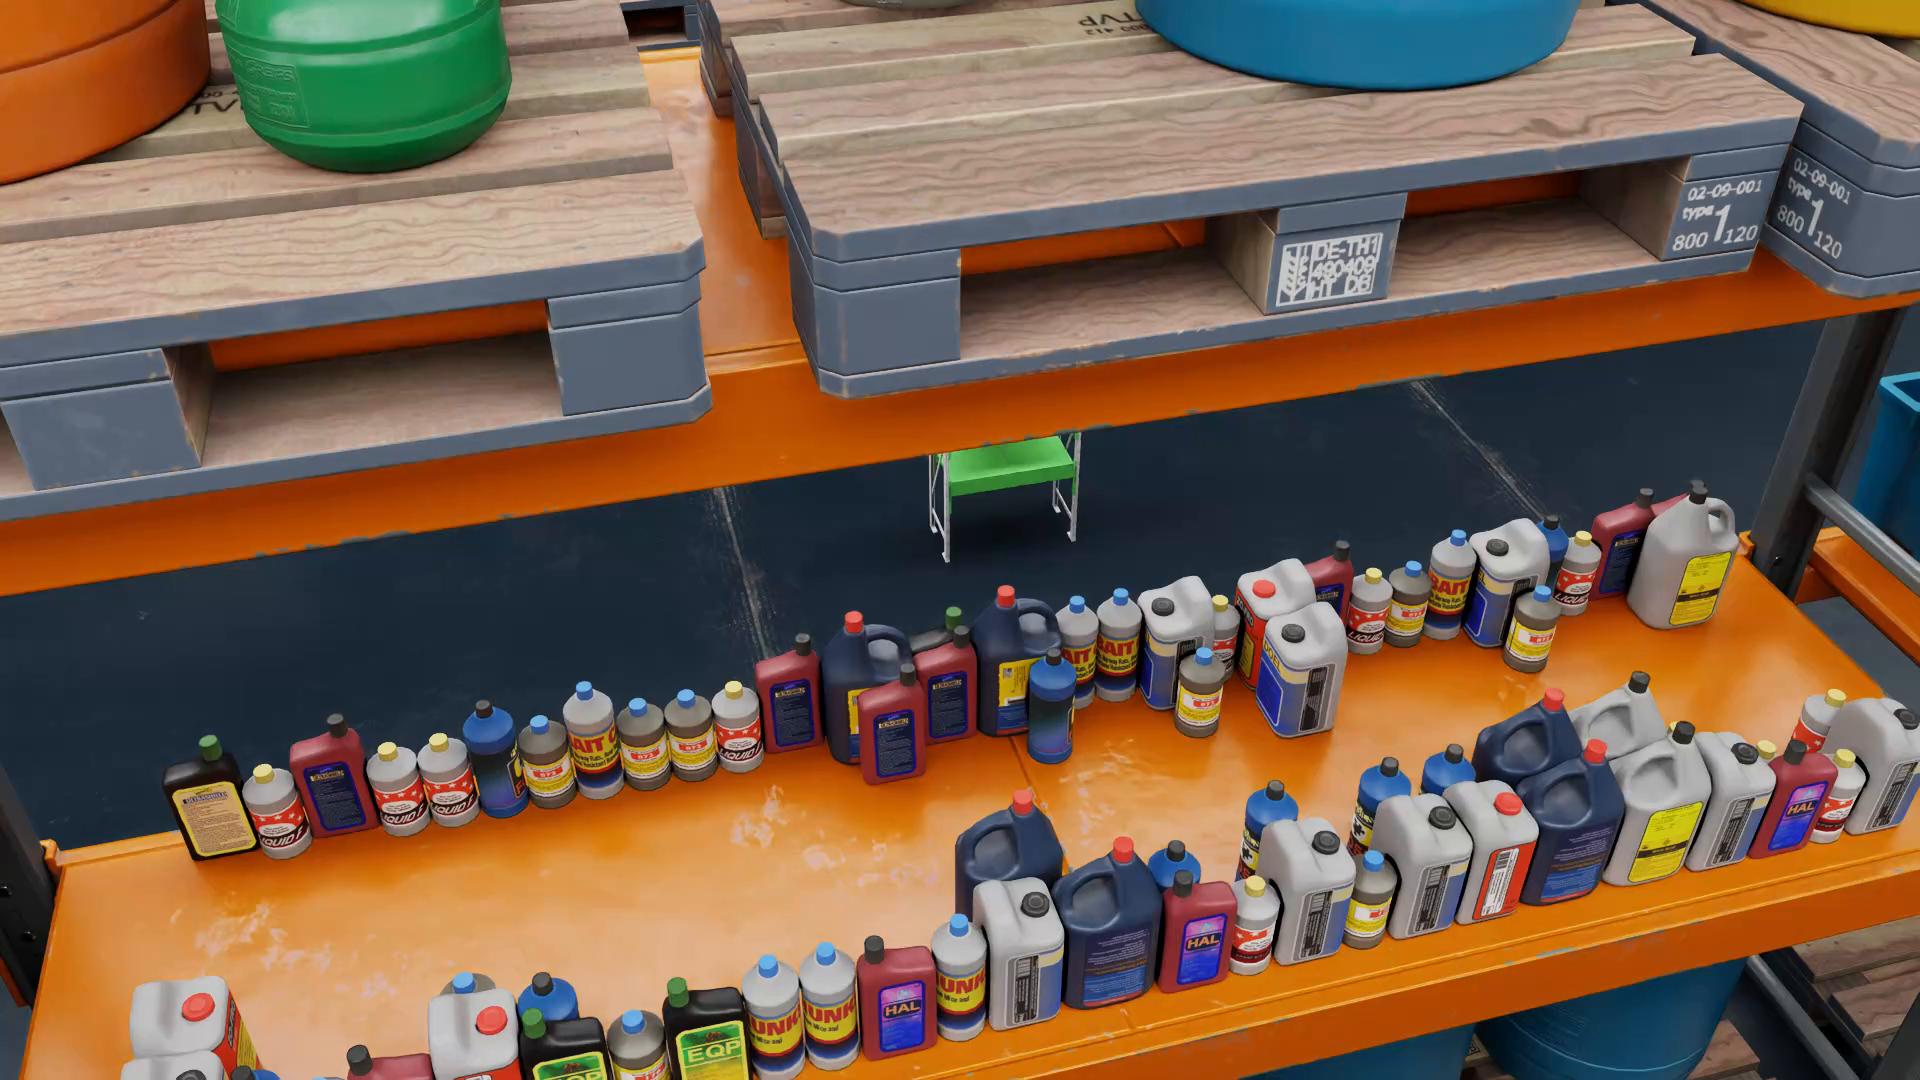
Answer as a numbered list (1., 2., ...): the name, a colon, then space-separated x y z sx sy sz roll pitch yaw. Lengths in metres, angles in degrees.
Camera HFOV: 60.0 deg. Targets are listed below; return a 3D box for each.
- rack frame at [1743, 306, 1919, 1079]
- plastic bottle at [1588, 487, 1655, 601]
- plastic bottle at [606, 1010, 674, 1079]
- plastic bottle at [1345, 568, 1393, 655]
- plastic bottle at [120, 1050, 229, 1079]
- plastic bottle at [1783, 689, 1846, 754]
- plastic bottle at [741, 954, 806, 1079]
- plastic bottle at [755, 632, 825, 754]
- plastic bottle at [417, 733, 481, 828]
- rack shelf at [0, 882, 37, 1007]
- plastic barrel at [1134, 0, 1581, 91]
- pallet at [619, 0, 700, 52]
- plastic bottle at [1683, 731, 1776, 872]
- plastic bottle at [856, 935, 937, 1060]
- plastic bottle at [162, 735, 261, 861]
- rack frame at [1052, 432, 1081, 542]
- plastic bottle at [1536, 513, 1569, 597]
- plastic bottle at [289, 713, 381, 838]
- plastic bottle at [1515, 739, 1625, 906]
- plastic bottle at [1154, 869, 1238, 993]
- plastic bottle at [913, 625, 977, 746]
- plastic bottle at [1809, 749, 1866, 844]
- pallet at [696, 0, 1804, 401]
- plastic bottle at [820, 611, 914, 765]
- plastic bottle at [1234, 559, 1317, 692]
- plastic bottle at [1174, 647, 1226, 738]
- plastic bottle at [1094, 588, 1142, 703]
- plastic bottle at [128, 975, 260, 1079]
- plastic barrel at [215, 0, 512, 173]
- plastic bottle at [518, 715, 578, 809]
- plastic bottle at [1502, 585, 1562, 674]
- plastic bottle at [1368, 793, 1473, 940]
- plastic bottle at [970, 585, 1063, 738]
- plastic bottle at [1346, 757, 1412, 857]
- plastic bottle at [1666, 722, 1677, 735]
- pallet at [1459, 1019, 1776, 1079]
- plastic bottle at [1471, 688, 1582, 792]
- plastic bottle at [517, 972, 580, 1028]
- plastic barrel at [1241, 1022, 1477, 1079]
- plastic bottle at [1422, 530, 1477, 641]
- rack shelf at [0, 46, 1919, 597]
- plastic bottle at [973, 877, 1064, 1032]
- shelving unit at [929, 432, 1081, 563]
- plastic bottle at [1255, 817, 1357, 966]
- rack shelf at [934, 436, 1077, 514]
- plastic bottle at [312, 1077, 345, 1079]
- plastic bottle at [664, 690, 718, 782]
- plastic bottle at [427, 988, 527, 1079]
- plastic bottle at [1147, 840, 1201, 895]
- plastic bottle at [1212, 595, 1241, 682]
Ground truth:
1. rack frame: 2.124 0.133 3.608 0.127 3.000 1.000 -9 38 -12
2. plastic bottle: 1.530 0.008 3.867 0.133 0.283 0.061 -9 38 -12
3. plastic bottle: -0.541 0.869 2.808 0.097 0.201 0.097 0 37 0
4. plastic bottle: 0.917 0.152 3.745 0.097 0.201 0.097 0 37 0
5. plastic bottle: -1.236 0.937 2.659 0.135 0.276 0.152 -9 38 -12
6. plastic bottle: 1.777 0.393 3.431 0.097 0.201 0.097 0 37 0
7. plastic bottle: -0.318 0.805 2.835 0.097 0.271 0.097 0 37 0
8. plastic bottle: -0.355 0.317 3.463 0.133 0.283 0.061 -9 38 -12
9. plastic bottle: -1.026 0.471 3.329 0.097 0.201 0.097 0 37 0
10. rack shelf: -3.669 1.369 2.584 4.000 0.370 1.077 -9 38 -12
11. plastic barrel: 0.516 -1.065 1.946 0.708 0.901 0.600 -9 38 -12
12. pallet: -1.149 -2.374 7.043 1.213 0.211 1.003 -9 38 -12
13. plastic bottle: 1.475 0.492 3.240 0.135 0.276 0.152 -9 38 -12
14. plastic bottle: -0.108 0.777 2.861 0.133 0.283 0.061 -9 38 -12
15. plastic bottle: -1.458 0.498 3.226 0.133 0.283 0.061 -9 38 -12
16. rack frame: 0.395 -0.541 5.970 0.015 1.200 0.240 -9 38 -12
17. plastic bottle: 1.329 0.057 3.813 0.097 0.271 0.097 0 37 0
18. plastic bottle: -1.236 0.462 3.274 0.133 0.283 0.061 -9 38 -12
19. plastic bottle: 1.143 0.519 3.143 0.185 0.351 0.144 -9 38 -12
20. plastic bottle: 0.423 0.690 2.975 0.133 0.283 0.061 -9 38 -12
21. plastic bottle: -0.032 0.302 3.482 0.133 0.283 0.061 -9 38 -12
22. plastic bottle: 1.723 0.498 3.294 0.097 0.201 0.097 0 37 0
23. pallet: 0.298 -0.621 2.280 1.213 0.211 1.003 -9 38 -12
24. plastic bottle: -0.191 0.290 3.443 0.185 0.351 0.144 -9 38 -12
25. plastic bottle: 0.684 0.178 3.650 0.135 0.276 0.152 -9 38 -12
26. plastic bottle: 0.510 0.315 3.533 0.097 0.201 0.097 0 37 0
27. plastic bottle: 0.341 0.219 3.600 0.097 0.271 0.097 0 37 0
28. plastic bottle: -1.275 0.847 2.776 0.135 0.276 0.152 -9 38 -12
29. plastic barrel: -0.655 -0.563 1.831 0.294 0.245 0.294 0 37 0
30. plastic bottle: -0.838 0.440 3.369 0.097 0.201 0.097 0 37 0
31. plastic bottle: 1.275 0.189 3.697 0.097 0.201 0.097 0 37 0
32. plastic bottle: 0.858 0.593 3.108 0.135 0.276 0.152 -9 38 -12
33. plastic bottle: 0.117 0.239 3.509 0.185 0.351 0.144 -9 38 -12
34. plastic bottle: 0.808 0.525 3.201 0.097 0.271 0.097 0 37 0
35. plastic bottle: 1.425 0.451 3.355 0.097 0.201 0.097 0 37 0
36. pallet: 1.368 1.338 4.327 1.213 0.211 1.003 -9 38 -12
37. plastic bottle: 1.106 0.434 3.254 0.185 0.351 0.144 -9 38 -12
38. plastic bottle: -0.686 0.827 2.806 0.097 0.271 0.097 0 37 0
39. plastic barrel: 0.911 0.988 3.872 0.708 0.901 0.600 -9 38 -12
40. plastic bottle: 1.105 0.094 3.764 0.097 0.271 0.097 0 37 0
41. rack shelf: 0.193 -0.456 2.501 4.000 0.370 1.077 -9 38 -12
42. plastic bottle: 0.103 0.717 2.946 0.135 0.276 0.152 -9 38 -12
43. shelving unit: 0.160 -0.503 5.920 0.503 1.200 0.258 -9 38 -12
44. plastic bottle: 0.634 0.630 3.060 0.135 0.276 0.152 -9 38 -12
45. rack shelf: 0.160 -0.261 6.104 0.480 0.148 0.258 -9 38 -12
46. plastic bottle: -1.023 0.948 2.705 0.097 0.201 0.097 0 37 0
47. plastic bottle: -0.556 0.394 3.429 0.097 0.201 0.097 0 37 0
48. plastic bottle: -0.789 0.863 2.755 0.135 0.276 0.152 -9 38 -12
49. plastic bottle: 0.385 0.651 3.036 0.097 0.271 0.097 0 37 0
50. plastic bottle: 0.565 0.210 3.670 0.097 0.201 0.097 0 37 0
